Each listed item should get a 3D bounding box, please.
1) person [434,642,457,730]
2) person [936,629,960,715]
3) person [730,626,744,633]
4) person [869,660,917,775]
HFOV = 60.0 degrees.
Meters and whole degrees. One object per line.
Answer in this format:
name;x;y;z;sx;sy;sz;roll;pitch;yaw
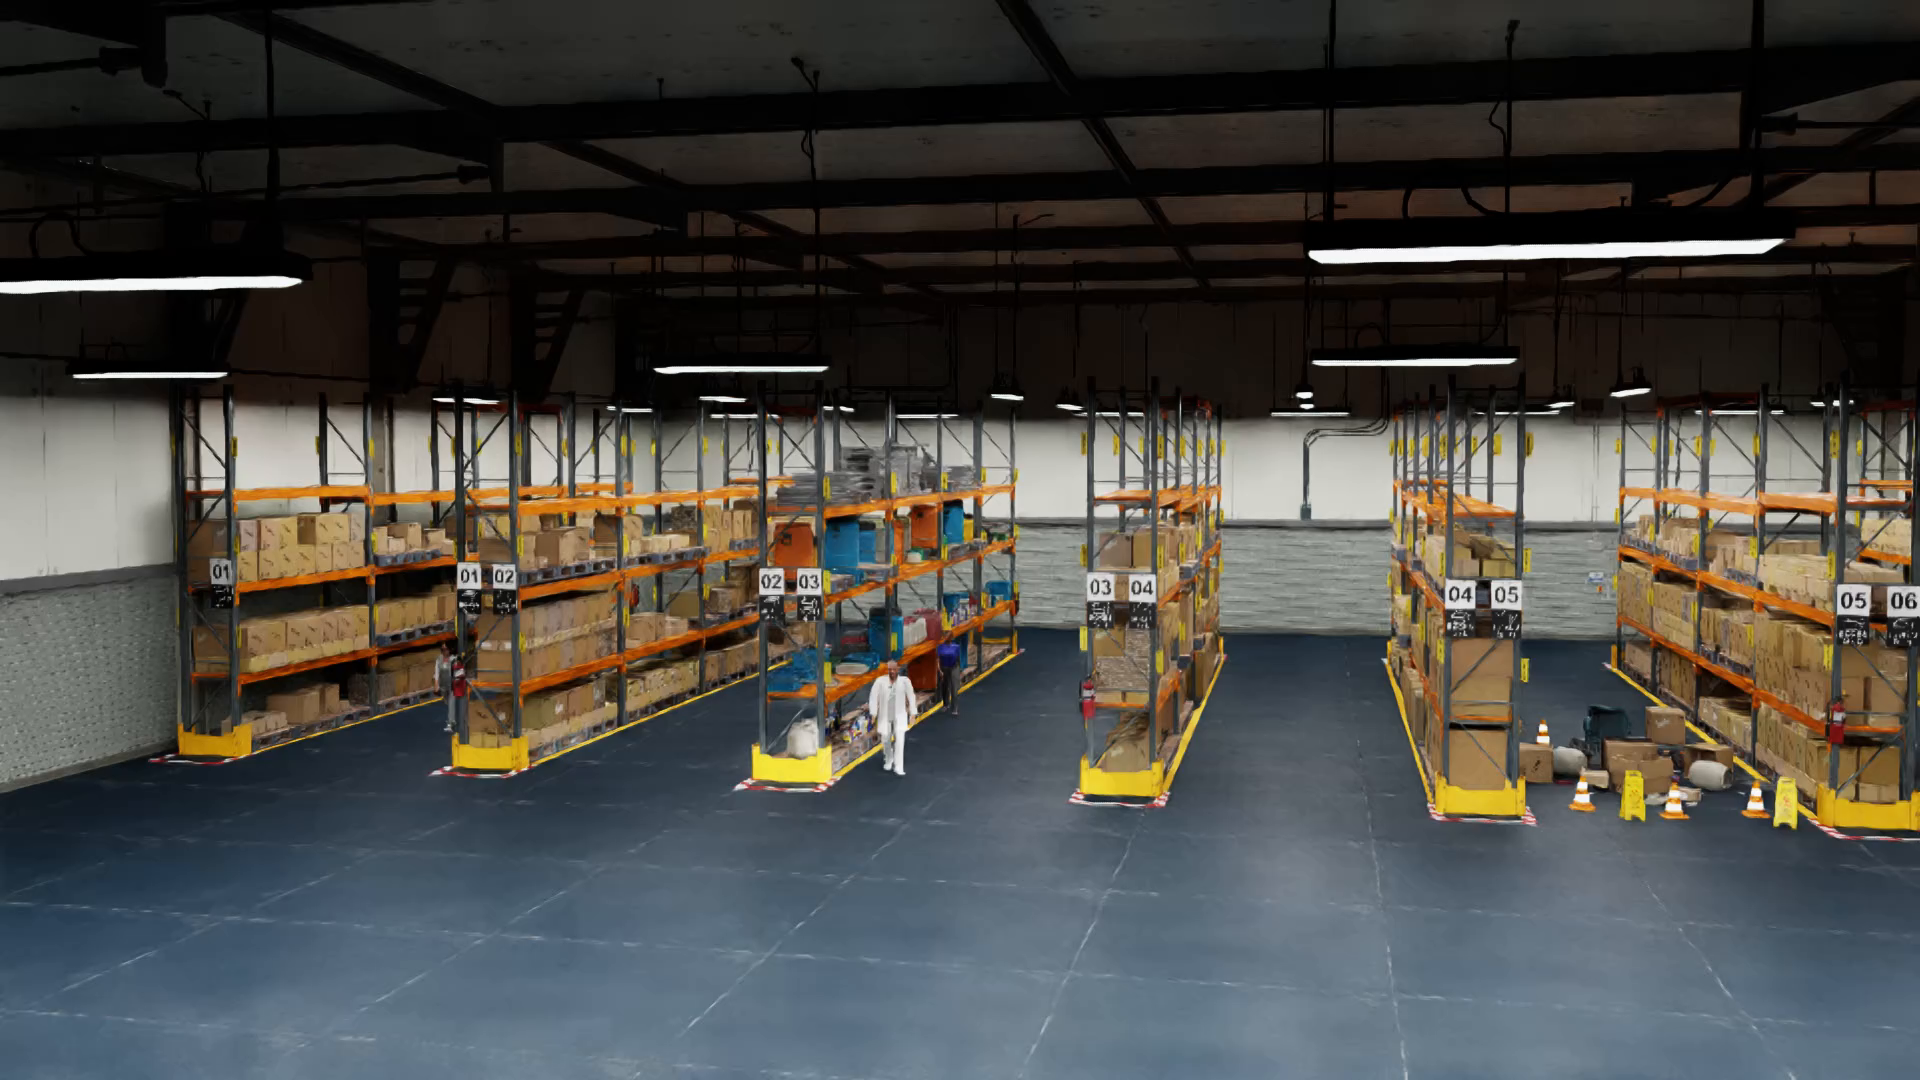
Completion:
person;-9.079;2.581;29.463;0.411;1.516;0.956;0;3;3
person;-0.219;2.453;31.072;0.443;1.587;0.996;0;3;4
person;-5.665;1.751;42.417;0.414;1.736;0.640;2;4;25
person;-1.015;2.698;25.604;0.731;1.748;0.768;0;3;4
